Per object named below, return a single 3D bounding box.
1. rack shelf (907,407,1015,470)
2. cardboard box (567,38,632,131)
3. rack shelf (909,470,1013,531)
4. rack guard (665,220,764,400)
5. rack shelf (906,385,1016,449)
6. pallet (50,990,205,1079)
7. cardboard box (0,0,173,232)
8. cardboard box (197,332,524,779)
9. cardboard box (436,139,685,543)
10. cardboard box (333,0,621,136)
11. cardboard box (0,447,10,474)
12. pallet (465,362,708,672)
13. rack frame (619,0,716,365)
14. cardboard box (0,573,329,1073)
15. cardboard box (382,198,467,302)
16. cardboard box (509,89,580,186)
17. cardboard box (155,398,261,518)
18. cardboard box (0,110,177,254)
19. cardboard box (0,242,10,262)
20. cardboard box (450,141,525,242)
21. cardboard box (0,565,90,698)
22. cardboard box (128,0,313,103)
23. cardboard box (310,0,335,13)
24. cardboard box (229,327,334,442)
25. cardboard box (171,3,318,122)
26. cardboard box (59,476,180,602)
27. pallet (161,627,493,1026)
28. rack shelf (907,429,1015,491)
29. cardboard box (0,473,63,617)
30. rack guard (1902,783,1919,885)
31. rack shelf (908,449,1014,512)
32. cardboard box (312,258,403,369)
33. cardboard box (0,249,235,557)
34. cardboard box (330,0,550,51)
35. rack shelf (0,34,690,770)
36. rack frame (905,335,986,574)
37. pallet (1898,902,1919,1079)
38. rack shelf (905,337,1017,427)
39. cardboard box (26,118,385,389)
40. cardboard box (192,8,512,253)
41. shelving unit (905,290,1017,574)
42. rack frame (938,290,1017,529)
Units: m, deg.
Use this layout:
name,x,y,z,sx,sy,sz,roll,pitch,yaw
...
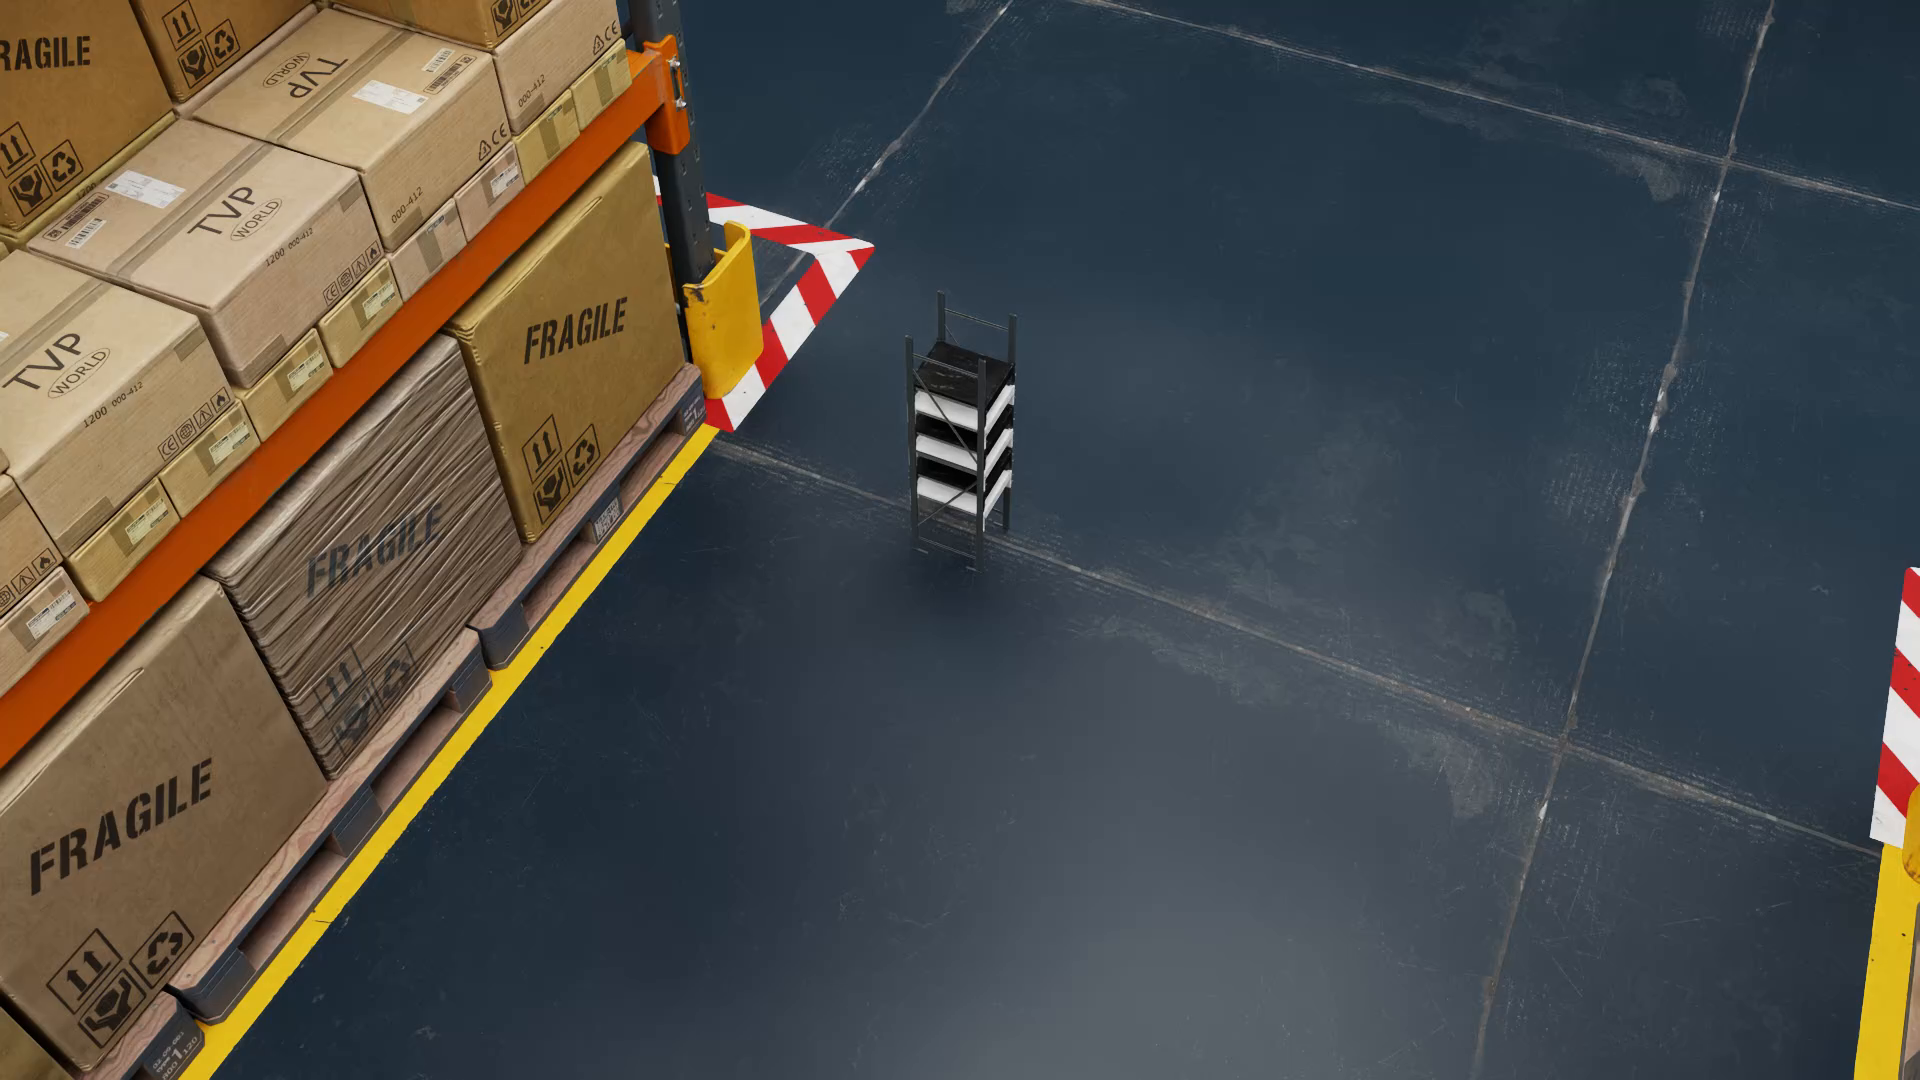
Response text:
name,x,y,z,sx,sy,sz,roll,pitch,yaw
rack shelf,0.003,-0.334,4.869,0.258,0.077,0.200,20,52,16
cardboard box,-1.131,-1.291,4.544,0.380,0.149,0.250,21,53,17
rack shelf,0.003,-0.159,5.075,0.258,0.077,0.200,20,52,16
rack guard,-1.267,-0.931,5.714,1.175,0.500,0.348,20,52,16
rack shelf,0.003,-0.392,4.800,0.258,0.077,0.200,20,52,16
pallet,-2.590,1.435,3.890,1.003,0.211,1.213,20,52,16
cardboard box,-2.156,-1.070,3.602,0.500,0.500,0.500,19,52,15
cardboard box,-1.867,-0.079,4.467,0.875,0.875,0.875,20,52,16
cardboard box,-1.478,-0.706,5.000,0.875,0.875,0.875,20,52,16
cardboard box,-1.244,-1.353,4.335,0.500,0.250,0.500,19,52,16
cardboard box,-2.115,-0.204,2.865,0.500,0.500,0.500,18,52,15
pallet,-1.548,-0.245,5.320,1.003,0.211,1.213,20,52,16
rack frame,-1.277,-1.725,4.748,1.000,3.000,0.127,20,52,16
cardboard box,-2.247,0.534,3.946,0.875,0.875,0.875,20,52,16
cardboard box,-1.457,-0.767,4.098,0.380,0.149,0.250,21,53,17
cardboard box,-1.241,-1.112,4.391,0.380,0.149,0.250,20,53,16
cardboard box,-1.785,-0.239,3.648,0.380,0.149,0.250,21,53,17
cardboard box,-2.160,-0.825,3.886,0.500,0.250,0.500,18,52,15
cardboard box,-2.378,-0.464,3.579,0.500,0.250,0.500,19,52,15
cardboard box,-1.350,-0.938,4.244,0.380,0.149,0.250,20,52,16
cardboard box,-2.005,0.123,3.341,0.380,0.149,0.250,20,53,16
cardboard box,-1.940,-1.429,3.907,0.500,0.500,0.500,19,52,15
cardboard box,-1.726,-1.530,4.486,0.500,0.250,0.500,19,52,15
cardboard box,-1.677,-0.409,3.793,0.380,0.149,0.250,20,52,16
cardboard box,-1.942,-1.170,4.179,0.500,0.250,0.500,19,52,16
cardboard box,-1.894,-0.058,3.495,0.380,0.149,0.250,18,52,15
pallet,-2.070,0.592,4.608,1.003,0.211,1.213,20,52,16
rack shelf,0.003,-0.276,4.937,0.258,0.077,0.200,20,52,16
cardboard box,-2.115,0.044,3.146,0.500,0.250,0.500,21,53,17
rack guard,3.132,0.821,4.223,1.175,0.500,0.348,20,52,16
rack shelf,0.003,-0.217,5.006,0.258,0.077,0.200,20,52,16
cardboard box,-1.566,-0.587,3.945,0.380,0.149,0.250,19,52,15
cardboard box,-1.897,-0.293,3.433,0.500,0.250,0.500,20,52,16
cardboard box,-1.247,-1.595,4.048,0.500,0.500,0.500,20,53,17
rack shelf,-2.131,-0.115,3.850,1.077,0.370,4.000,20,52,16
rack frame,-0.040,-0.227,4.852,0.240,0.900,0.006,20,52,16
pallet,2.753,1.462,3.867,1.003,0.211,1.213,20,52,16
rack shelf,0.003,-0.451,4.732,0.258,0.077,0.200,20,52,16
cardboard box,-1.678,-0.653,3.739,0.500,0.250,0.500,18,52,15
cardboard box,-1.461,-1.004,4.038,0.500,0.250,0.500,19,52,15
shelving unit,0.003,-0.297,4.912,0.258,0.900,0.210,20,52,16
rack frame,0.047,-0.367,4.972,0.240,0.900,0.006,20,52,16
